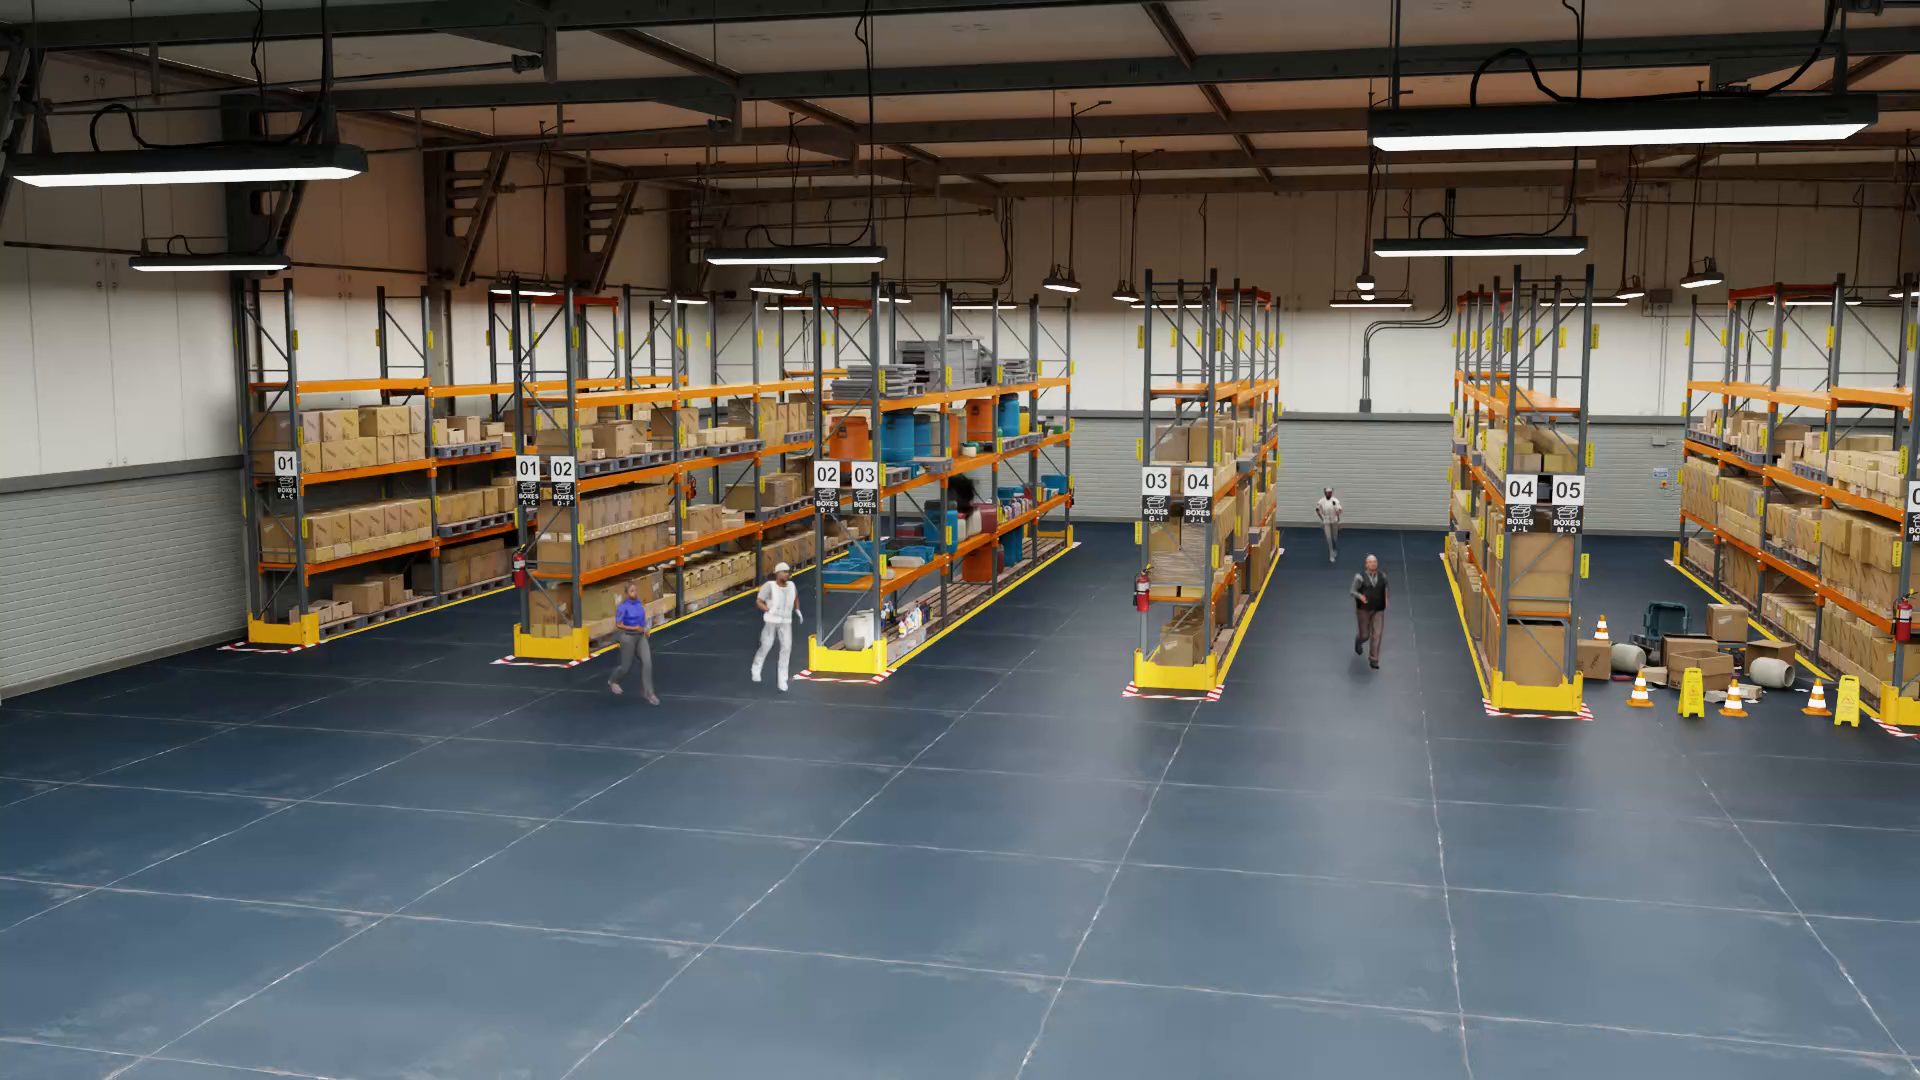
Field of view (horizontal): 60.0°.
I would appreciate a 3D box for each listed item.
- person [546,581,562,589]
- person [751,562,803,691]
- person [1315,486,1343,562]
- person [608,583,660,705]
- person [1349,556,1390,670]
[{"bbox_3d":[-7.243,0.557,29.911,0.677,1.759,0.965,2,7,14],"label":"person"},{"bbox_3d":[-2.601,1.219,24.108,0.745,1.791,0.863,-4,8,-30],"label":"person"},{"bbox_3d":[8.430,-0.383,38.000,0.591,1.713,0.851,1,7,6],"label":"person"},{"bbox_3d":[-4.543,1.427,23.099,0.943,1.660,0.589,6,9,40],"label":"person"},{"bbox_3d":[6.313,1.091,25.550,0.663,1.700,0.926,0,7,-1],"label":"person"}]
